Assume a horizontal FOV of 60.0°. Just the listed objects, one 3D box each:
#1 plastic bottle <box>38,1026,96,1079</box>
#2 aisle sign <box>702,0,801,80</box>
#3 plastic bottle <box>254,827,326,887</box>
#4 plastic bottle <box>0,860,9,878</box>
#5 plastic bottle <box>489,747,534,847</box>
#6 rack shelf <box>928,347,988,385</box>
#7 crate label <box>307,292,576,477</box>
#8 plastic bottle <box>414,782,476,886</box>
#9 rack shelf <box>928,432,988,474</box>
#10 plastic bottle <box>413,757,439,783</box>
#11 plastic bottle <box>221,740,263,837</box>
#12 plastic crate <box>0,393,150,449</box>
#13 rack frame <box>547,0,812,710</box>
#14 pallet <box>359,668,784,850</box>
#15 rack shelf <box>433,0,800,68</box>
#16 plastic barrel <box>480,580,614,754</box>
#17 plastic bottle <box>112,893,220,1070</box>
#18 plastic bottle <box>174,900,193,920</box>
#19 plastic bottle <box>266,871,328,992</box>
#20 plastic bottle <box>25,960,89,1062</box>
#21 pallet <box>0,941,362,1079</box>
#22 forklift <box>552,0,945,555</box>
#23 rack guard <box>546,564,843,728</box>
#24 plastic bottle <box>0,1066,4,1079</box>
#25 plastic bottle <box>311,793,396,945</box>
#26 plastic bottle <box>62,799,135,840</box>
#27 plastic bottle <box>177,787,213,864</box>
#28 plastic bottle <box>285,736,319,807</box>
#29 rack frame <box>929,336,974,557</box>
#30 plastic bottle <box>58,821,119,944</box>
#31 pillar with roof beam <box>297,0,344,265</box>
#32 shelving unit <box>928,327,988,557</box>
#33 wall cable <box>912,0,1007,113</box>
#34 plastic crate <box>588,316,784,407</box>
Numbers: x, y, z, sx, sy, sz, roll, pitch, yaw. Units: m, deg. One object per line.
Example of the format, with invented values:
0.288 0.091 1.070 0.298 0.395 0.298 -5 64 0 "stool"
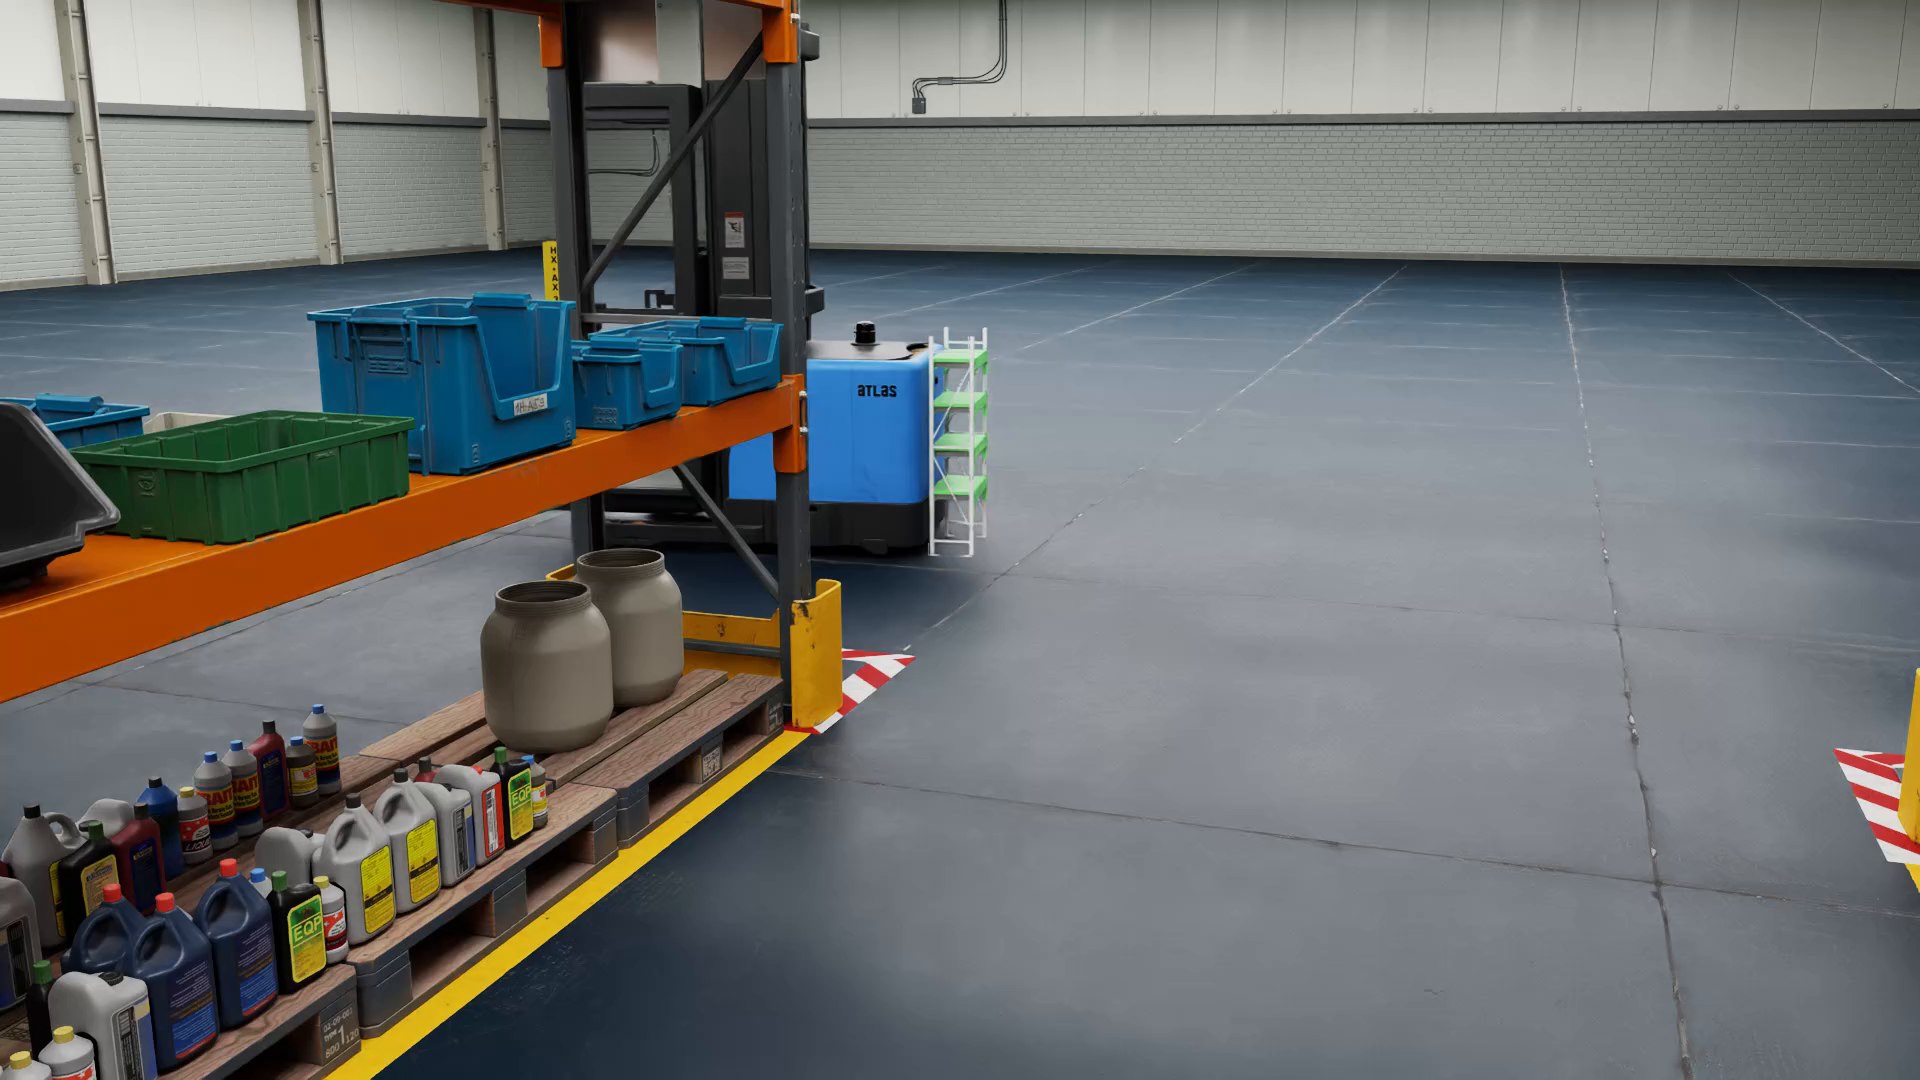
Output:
-1.787 1.075 3.336 0.097 0.201 0.097 0 13 0 "plastic bottle"
-0.772 -2.099 6.103 0.394 0.787 0.004 4 14 18 "aisle sign"
-1.667 0.843 4.188 0.152 0.276 0.135 4 14 18 "plastic bottle"
-2.360 0.880 4.009 0.061 0.283 0.133 5 14 22 "plastic bottle"
-1.277 0.716 4.727 0.061 0.283 0.133 5 14 20 "plastic bottle"
-0.007 -0.955 9.107 0.258 0.148 0.480 2 13 9 "rack shelf"
-1.416 -0.449 4.633 0.502 0.435 0.616 4 14 18 "crate label"
-1.408 0.774 4.490 0.152 0.276 0.135 4 13 17 "plastic bottle"
-0.007 -0.487 9.214 0.258 0.148 0.480 2 13 9 "rack shelf"
-1.464 0.733 4.650 0.061 0.283 0.133 4 14 18 "plastic bottle"
-2.069 0.709 4.784 0.097 0.271 0.097 0 13 0 "plastic bottle"
-2.270 -0.176 3.853 0.499 0.251 0.616 4 14 18 "plastic crate"
-1.077 -0.838 6.420 1.000 3.000 0.127 4 14 18 "rack frame"
-1.325 0.711 5.897 1.003 0.211 1.213 4 14 18 "pallet"
-1.724 -1.529 4.321 1.077 0.370 4.000 4 14 18 "rack shelf"
-1.379 0.419 5.556 0.421 0.512 0.421 0 13 0 "plastic barrel"
-1.717 0.941 3.589 0.144 0.351 0.185 5 14 20 "plastic bottle"
-1.784 0.940 3.770 0.097 0.271 0.097 0 13 0 "plastic bottle"
-1.563 0.902 3.910 0.061 0.283 0.133 5 14 21 "plastic bottle"
-1.875 1.001 3.479 0.061 0.283 0.133 4 14 18 "plastic bottle"
-2.114 1.225 3.647 1.003 0.211 1.213 4 14 18 "pallet"
-1.631 -1.480 9.384 3.031 2.935 1.130 2 13 8 "forklift"
-1.057 0.400 6.613 1.175 0.500 0.348 4 14 18 "rack guard"
-1.853 1.084 3.140 0.097 0.271 0.097 0 13 0 "plastic bottle"
-1.518 0.812 4.156 0.144 0.351 0.185 4 14 18 "plastic bottle"
-2.212 0.819 4.293 0.152 0.276 0.135 5 14 19 "plastic bottle"
-2.133 0.785 4.608 0.097 0.201 0.097 0 13 0 "plastic bottle"
-1.992 0.693 5.013 0.097 0.201 0.097 0 13 0 "plastic bottle"
-0.045 -0.496 8.965 0.240 1.200 0.015 2 13 9 "rack frame"
-2.163 0.851 4.135 0.061 0.283 0.133 4 14 18 "plastic bottle"
-9.077 -9.851 32.427 9.100 9.000 0.400 4 14 18 "pillar with roof beam"
-0.007 -0.550 9.200 0.258 1.200 0.503 2 13 9 "shelving unit"
-0.027 -12.921 38.232 2.305 6.003 0.169 4 14 18 "wall cable"
-0.955 -0.639 5.880 0.499 0.251 0.616 4 14 18 "plastic crate"
